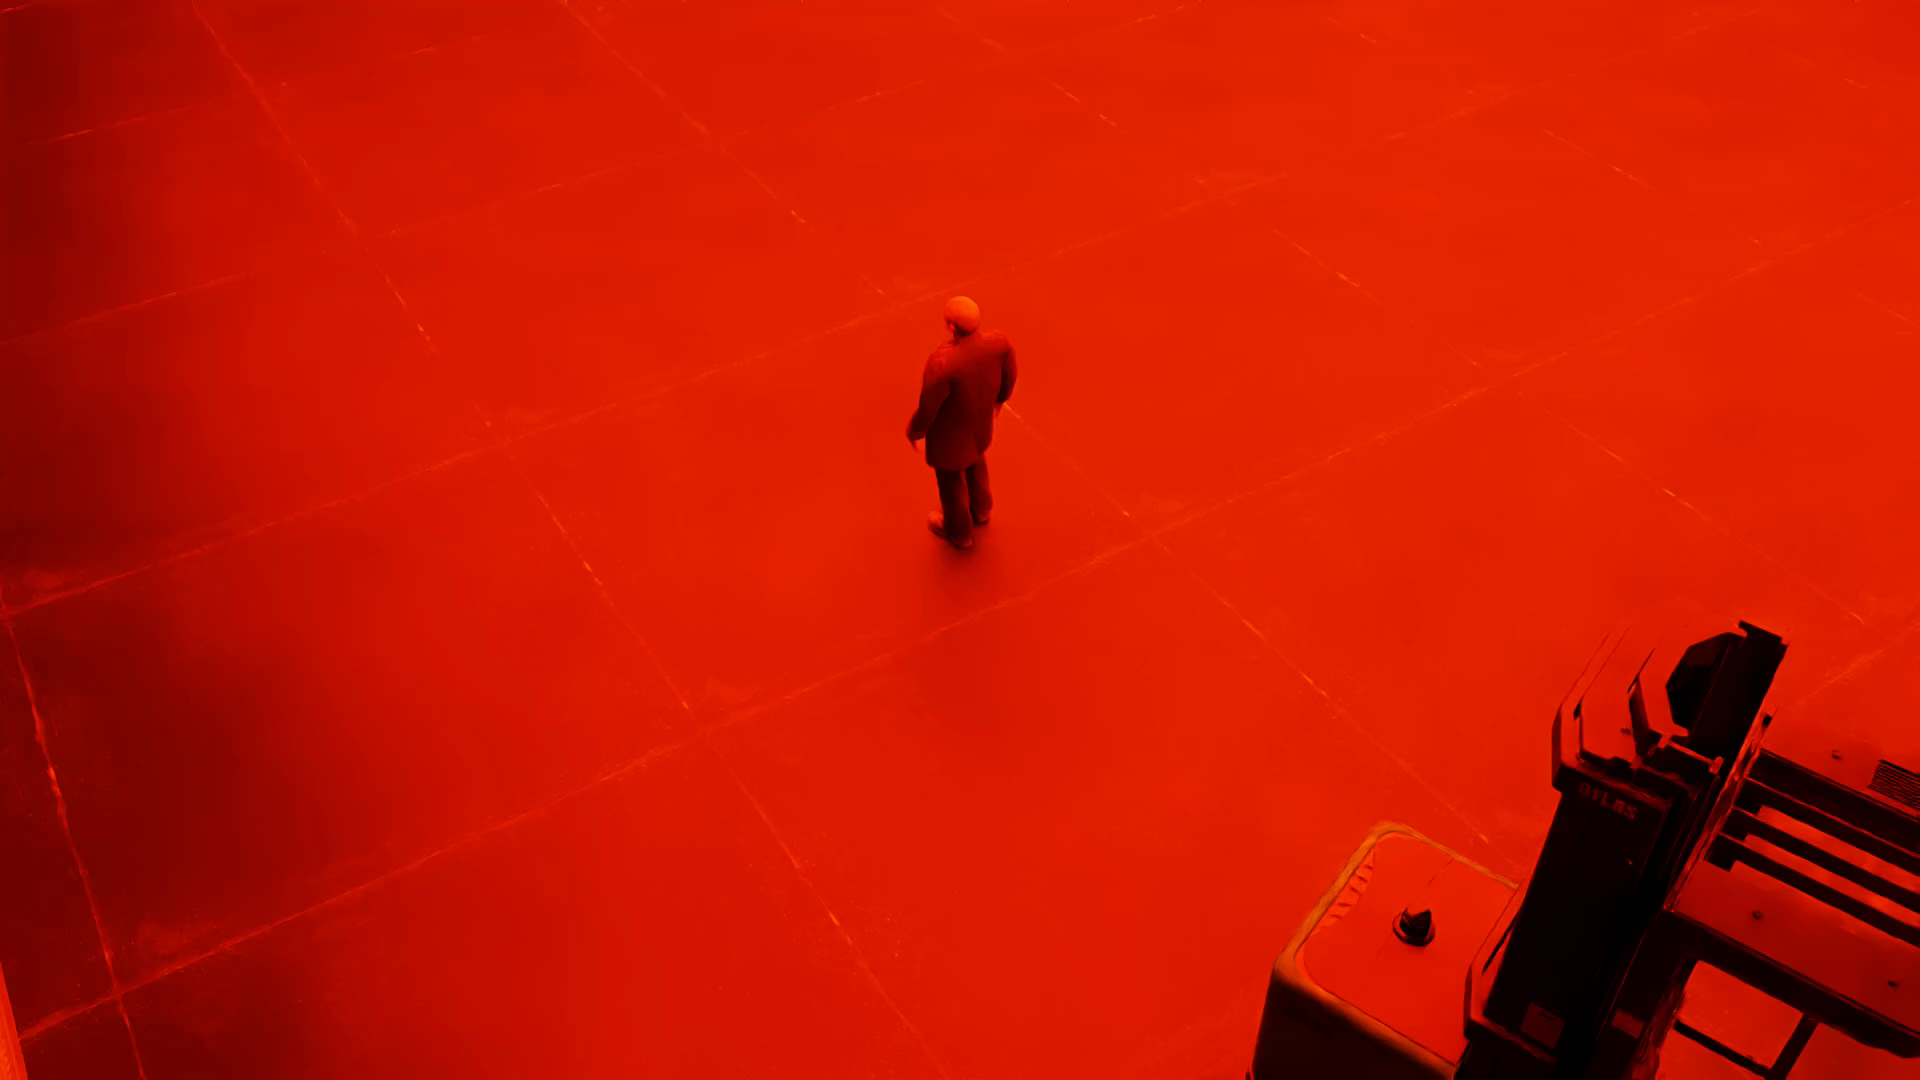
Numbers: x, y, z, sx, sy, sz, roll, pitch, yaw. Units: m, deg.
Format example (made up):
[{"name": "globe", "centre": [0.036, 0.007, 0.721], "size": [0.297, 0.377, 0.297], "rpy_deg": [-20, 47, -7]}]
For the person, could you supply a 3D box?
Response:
[{"name": "person", "centre": [-0.044, -0.727, 9.567], "size": [0.694, 1.774, 0.586], "rpy_deg": [-23, 46, -24]}]

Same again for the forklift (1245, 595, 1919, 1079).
[{"name": "forklift", "centre": [2.699, 1.726, 5.896], "size": [3.031, 2.935, 1.130], "rpy_deg": [27, 48, 27]}]
